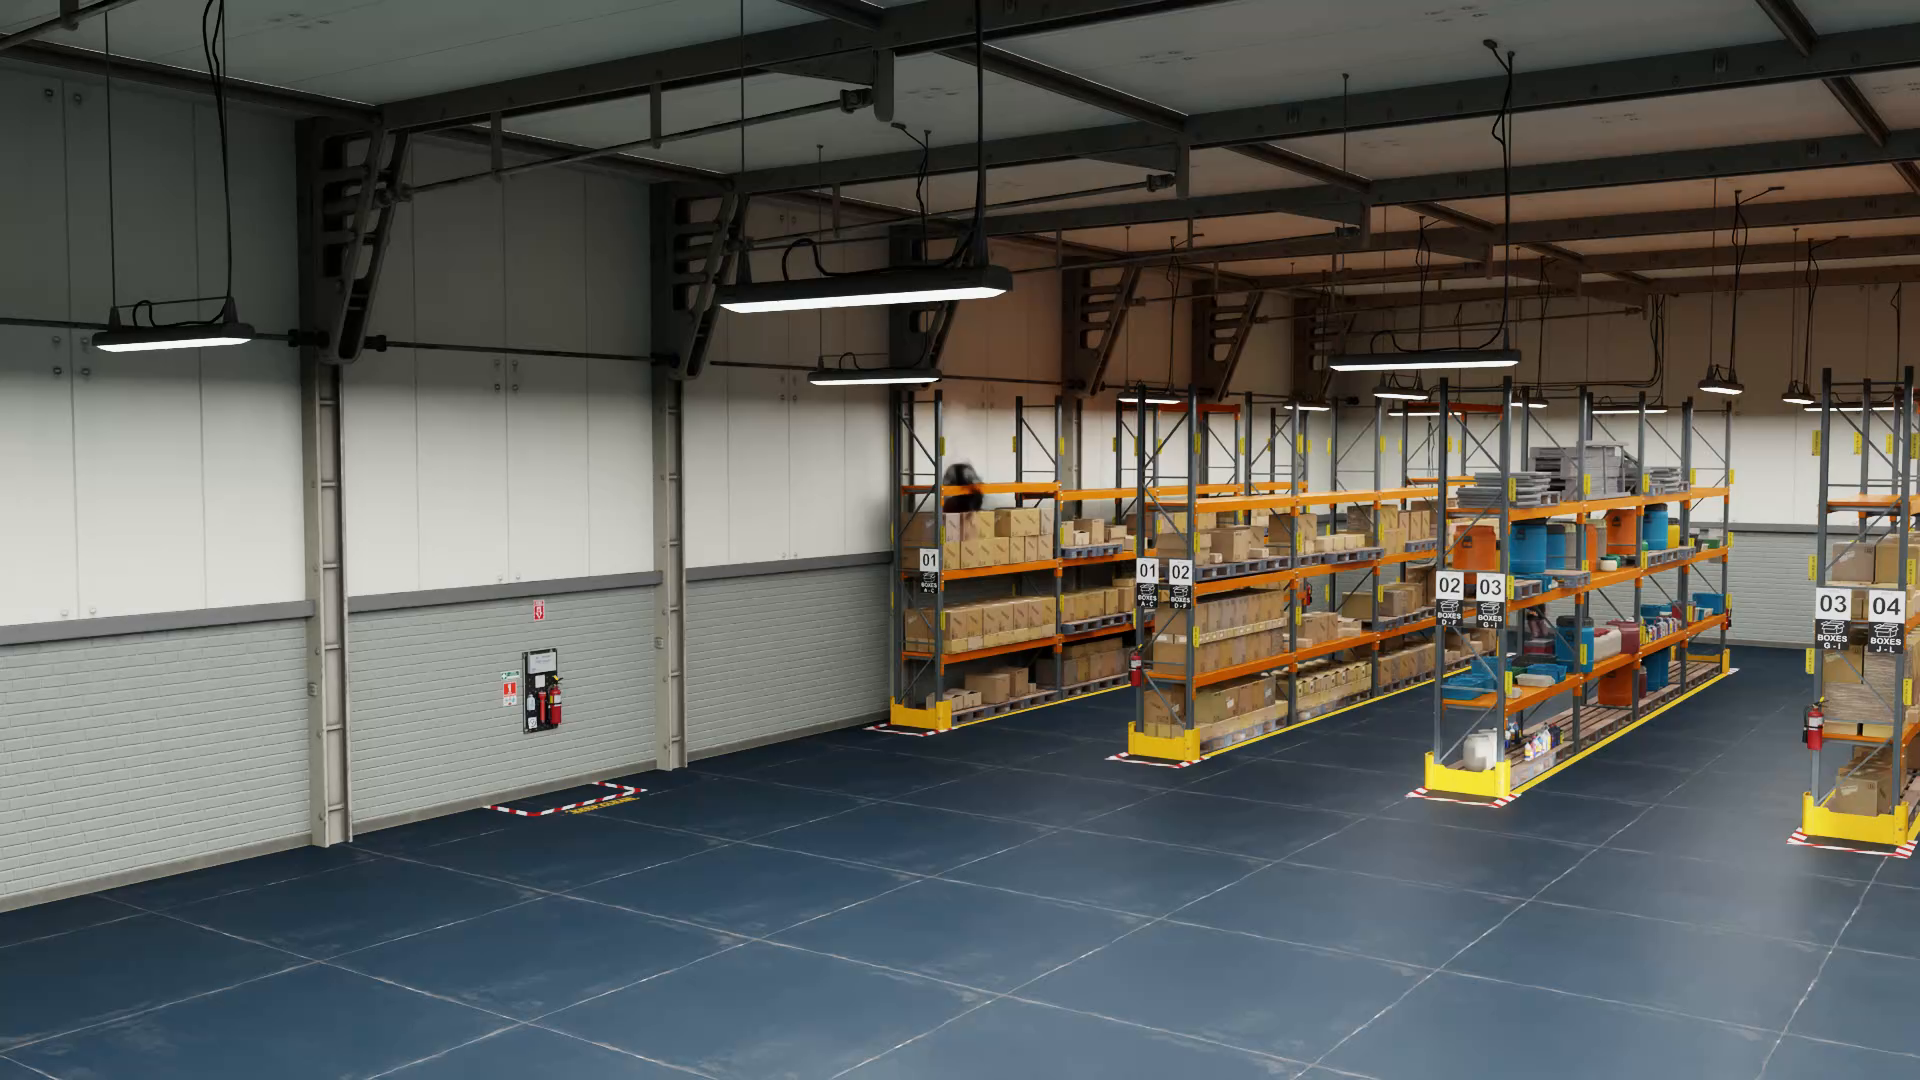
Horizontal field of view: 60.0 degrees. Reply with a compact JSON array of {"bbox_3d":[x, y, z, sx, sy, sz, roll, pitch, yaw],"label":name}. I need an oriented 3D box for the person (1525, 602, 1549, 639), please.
[{"bbox_3d":[13.797,1.918,39.812,0.692,1.678,0.517,0,3,-4],"label":"person"}]
